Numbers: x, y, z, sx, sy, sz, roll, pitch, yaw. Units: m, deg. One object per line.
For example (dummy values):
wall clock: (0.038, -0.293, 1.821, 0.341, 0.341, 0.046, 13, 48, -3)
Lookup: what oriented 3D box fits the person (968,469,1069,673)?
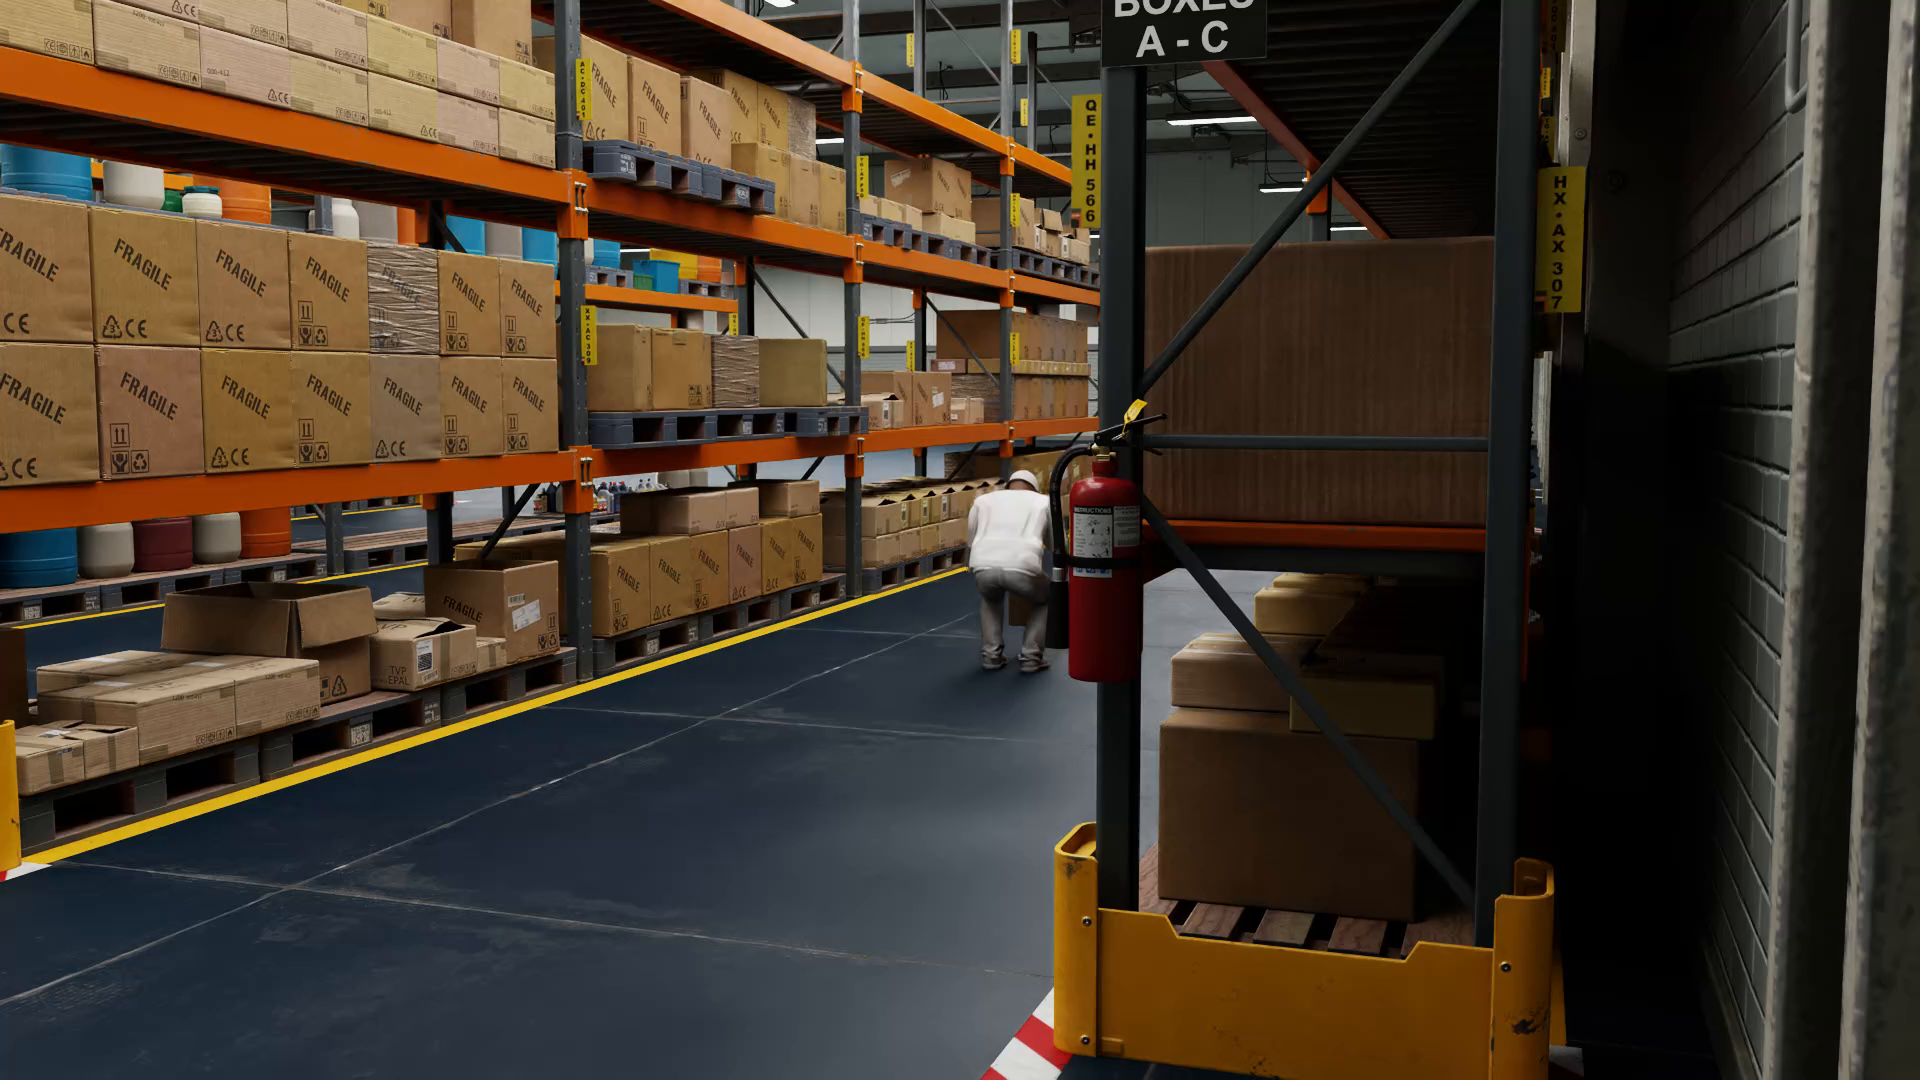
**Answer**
person: (0.297, 0.174, 9.853, 0.612, 1.156, 0.852, 2, 5, 18)
